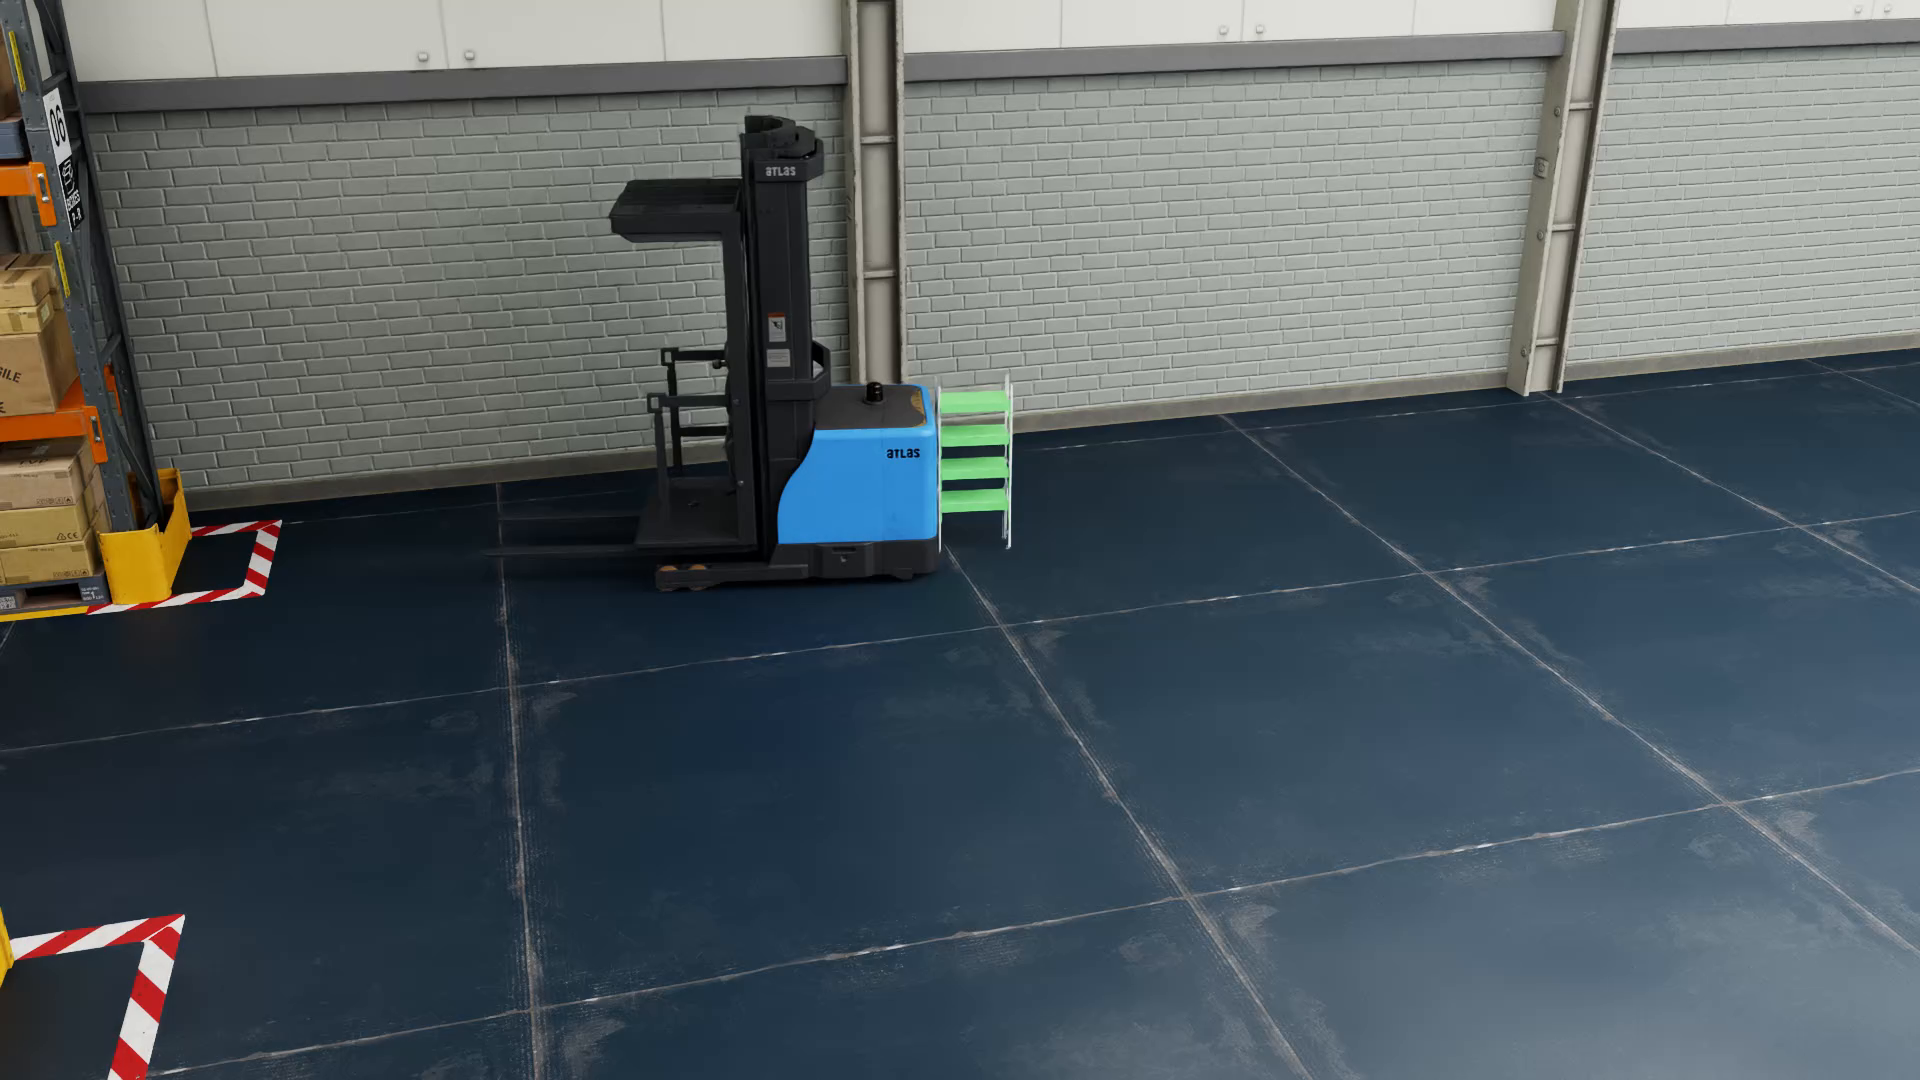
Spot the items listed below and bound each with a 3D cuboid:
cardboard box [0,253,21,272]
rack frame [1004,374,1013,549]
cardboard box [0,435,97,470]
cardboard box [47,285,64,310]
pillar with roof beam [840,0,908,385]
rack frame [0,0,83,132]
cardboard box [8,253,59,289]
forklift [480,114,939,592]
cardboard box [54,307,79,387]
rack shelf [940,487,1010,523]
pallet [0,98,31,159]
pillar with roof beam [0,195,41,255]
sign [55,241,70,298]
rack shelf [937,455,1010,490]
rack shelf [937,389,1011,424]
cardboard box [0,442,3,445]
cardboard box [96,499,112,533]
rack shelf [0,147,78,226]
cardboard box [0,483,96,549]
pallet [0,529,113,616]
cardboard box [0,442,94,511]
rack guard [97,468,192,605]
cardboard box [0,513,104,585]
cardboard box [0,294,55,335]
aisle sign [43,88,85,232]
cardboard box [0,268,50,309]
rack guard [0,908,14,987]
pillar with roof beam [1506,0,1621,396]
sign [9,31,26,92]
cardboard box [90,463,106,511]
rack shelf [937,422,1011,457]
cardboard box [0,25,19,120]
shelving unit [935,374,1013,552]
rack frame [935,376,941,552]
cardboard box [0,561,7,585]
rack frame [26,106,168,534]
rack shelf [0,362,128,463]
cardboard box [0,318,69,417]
[{"bbox_3d":[-6.157,-1.708,10.599,0.250,0.149,0.380,-5,24,-13],"label":"cardboard box"},{"bbox_3d":[0.333,-0.535,11.475,0.015,1.200,0.240,-3,23,-6],"label":"rack frame"},{"bbox_3d":[-6.017,-0.596,11.021,0.500,0.250,0.500,-7,24,-15],"label":"cardboard box"},{"bbox_3d":[-5.900,-1.593,10.708,0.250,0.149,0.380,-7,24,-16],"label":"cardboard box"},{"bbox_3d":[0.523,-3.216,7.833,0.400,9.000,9.100,-6,24,-14],"label":"pillar with roof beam"},{"bbox_3d":[-5.503,-3.943,9.528,0.127,3.000,1.000,-6,24,-14],"label":"rack frame"},{"bbox_3d":[-5.884,-1.712,10.610,0.250,0.149,0.380,-7,24,-15],"label":"cardboard box"},{"bbox_3d":[-1.681,-1.224,10.885,3.031,2.935,1.130,-2,23,-4],"label":"forklift"},{"bbox_3d":[-6.055,-1.285,10.814,0.500,0.500,0.500,-6,24,-13],"label":"cardboard box"},{"bbox_3d":[0.090,-0.245,11.570,0.480,0.148,0.258,-3,23,-6],"label":"rack shelf"},{"bbox_3d":[-6.191,-2.459,9.984,1.213,0.211,1.003,-6,24,-14],"label":"pallet"},{"bbox_3d":[-5.254,-2.577,6.343,0.400,9.000,9.100,-6,24,-14],"label":"pillar with roof beam"},{"bbox_3d":[-5.370,-1.620,9.952,0.005,0.325,0.100,-6,24,-14],"label":"sign"},{"bbox_3d":[0.090,-0.466,11.476,0.480,0.148,0.258,-3,23,-6],"label":"rack shelf"},{"bbox_3d":[0.090,-0.907,11.286,0.480,0.148,0.258,-3,23,-6],"label":"rack shelf"},{"bbox_3d":[-6.497,-0.541,10.894,0.500,0.250,0.500,-6,24,-14],"label":"cardboard box"},{"bbox_3d":[-6.029,-0.138,11.221,0.500,0.250,0.500,-6,24,-14],"label":"cardboard box"},{"bbox_3d":[-7.429,-2.021,9.765,4.000,0.370,1.077,-6,24,-14],"label":"rack shelf"},{"bbox_3d":[-5.888,-0.175,10.674,0.500,0.250,0.500,-7,24,-15],"label":"cardboard box"},{"bbox_3d":[-6.228,0.192,11.034,1.213,0.211,1.003,-6,24,-14],"label":"pallet"},{"bbox_3d":[-5.862,-0.408,10.583,0.500,0.250,0.500,-5,24,-13],"label":"cardboard box"},{"bbox_3d":[-5.480,-0.040,11.210,0.348,0.500,1.175,-6,24,-14],"label":"rack guard"},{"bbox_3d":[-5.870,0.054,10.774,0.500,0.250,0.500,-6,24,-14],"label":"cardboard box"},{"bbox_3d":[-5.761,-1.387,10.229,0.250,0.149,0.380,-6,24,-14],"label":"cardboard box"},{"bbox_3d":[-5.361,-2.276,9.955,0.004,0.787,0.394,-6,24,-14],"label":"aisle sign"},{"bbox_3d":[-5.791,-1.549,10.229,0.250,0.149,0.380,-6,24,-14],"label":"cardboard box"},{"bbox_3d":[-4.232,1.855,6.794,0.348,0.500,1.175,-6,24,-14],"label":"rack guard"},{"bbox_3d":[6.300,-3.855,9.322,0.400,9.000,9.100,-6,24,-14],"label":"pillar with roof beam"},{"bbox_3d":[-5.370,-2.728,9.477,0.005,0.325,0.100,-6,24,-14],"label":"sign"},{"bbox_3d":[-6.012,-0.374,11.139,0.500,0.250,0.500,-6,24,-13],"label":"cardboard box"},{"bbox_3d":[0.090,-0.686,11.381,0.480,0.148,0.258,-3,23,-6],"label":"rack shelf"},{"bbox_3d":[-5.864,-2.710,9.671,0.500,0.500,0.500,-6,24,-13],"label":"cardboard box"},{"bbox_3d":[0.090,-0.524,11.450,0.503,1.200,0.258,-3,23,-6],"label":"shelving unit"},{"bbox_3d":[-0.152,-0.514,11.426,0.015,1.200,0.240,-3,23,-6],"label":"rack frame"},{"bbox_3d":[-6.352,0.104,10.659,0.500,0.250,0.500,-6,24,-14],"label":"cardboard box"},{"bbox_3d":[-5.503,-1.186,10.711,0.127,3.000,1.000,-6,24,-14],"label":"rack frame"},{"bbox_3d":[-7.429,-0.643,10.356,4.000,0.370,1.077,-6,24,-14],"label":"rack shelf"},{"bbox_3d":[-5.906,-1.080,10.336,0.500,0.500,0.500,-7,24,-16],"label":"cardboard box"}]
